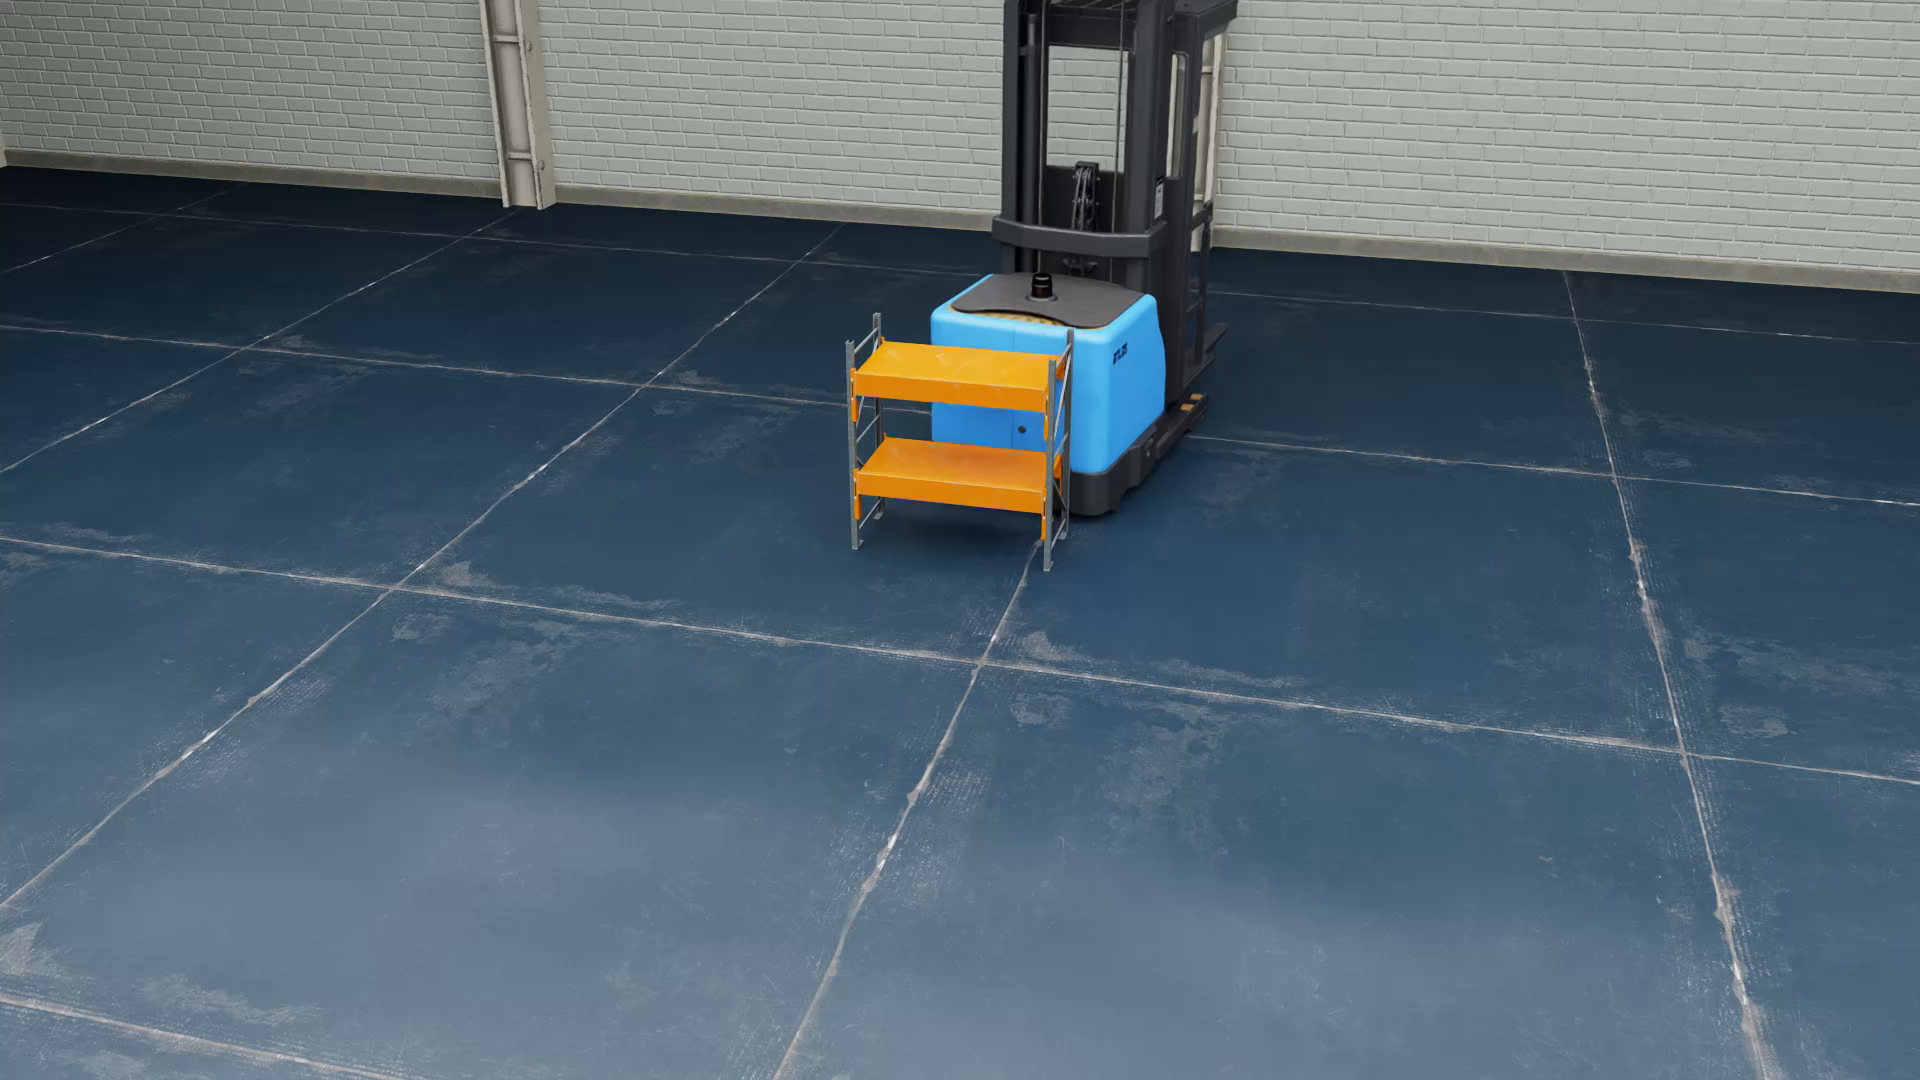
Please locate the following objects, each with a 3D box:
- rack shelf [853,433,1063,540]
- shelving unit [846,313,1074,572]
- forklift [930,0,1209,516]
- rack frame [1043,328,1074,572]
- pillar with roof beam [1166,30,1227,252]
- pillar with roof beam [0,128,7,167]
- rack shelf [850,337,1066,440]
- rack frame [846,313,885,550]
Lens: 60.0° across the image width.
[{"bbox_3d":[0.007,-0.286,8.612,1.000,0.278,0.538,6,26,13],"label":"rack shelf"},{"bbox_3d":[0.007,-0.507,8.507,1.048,1.125,0.538,6,26,13],"label":"shelving unit"},{"bbox_3d":[0.898,-2.059,9.664,1.130,2.935,3.031,11,28,22],"label":"forklift"},{"bbox_3d":[0.499,-0.453,8.392,0.032,1.125,0.500,6,26,13],"label":"rack frame"},{"bbox_3d":[0.813,-4.699,8.152,0.400,9.000,9.100,6,26,13],"label":"pillar with roof beam"},{"bbox_3d":[-10.809,-5.984,10.850,0.400,9.000,9.100,6,26,13],"label":"pillar with roof beam"},{"bbox_3d":[0.007,-0.771,8.381,1.000,0.278,0.538,6,26,13],"label":"rack shelf"},{"bbox_3d":[-0.486,-0.562,8.621,0.032,1.125,0.500,6,26,13],"label":"rack frame"}]
